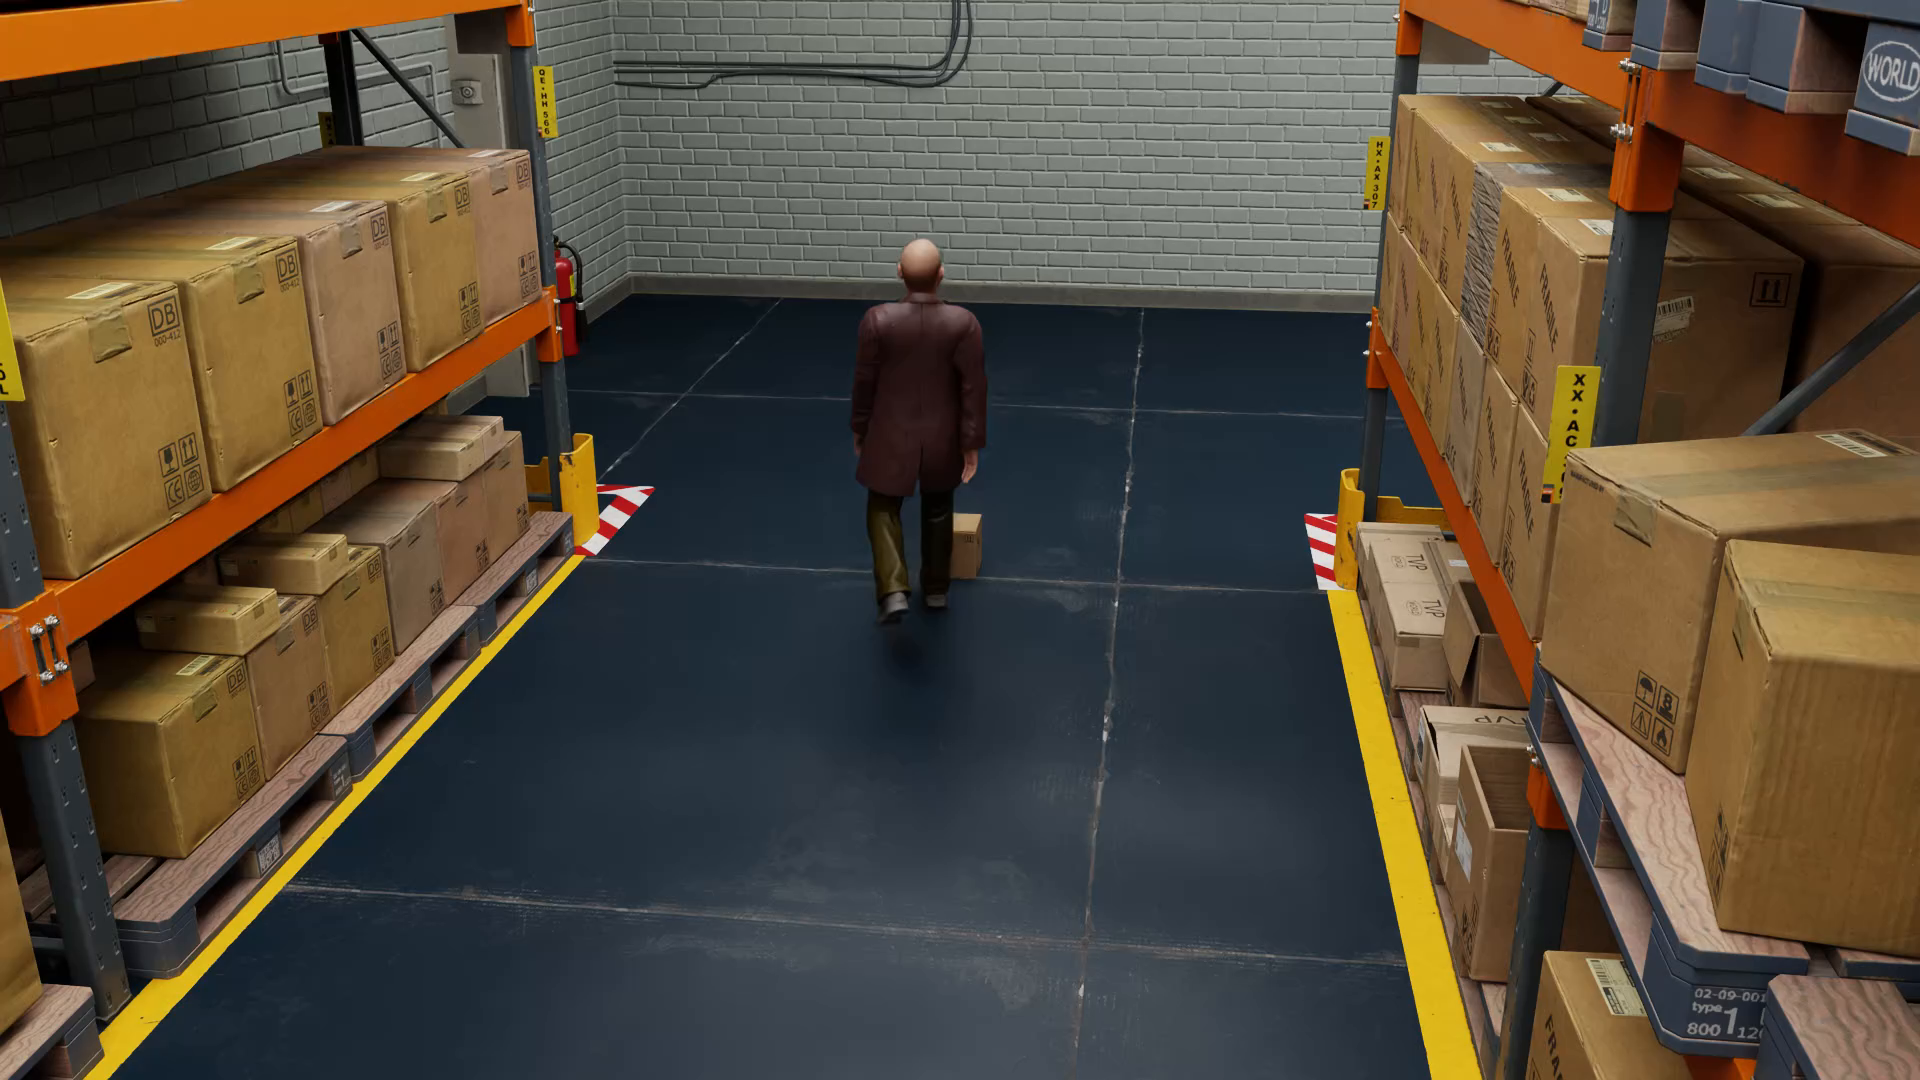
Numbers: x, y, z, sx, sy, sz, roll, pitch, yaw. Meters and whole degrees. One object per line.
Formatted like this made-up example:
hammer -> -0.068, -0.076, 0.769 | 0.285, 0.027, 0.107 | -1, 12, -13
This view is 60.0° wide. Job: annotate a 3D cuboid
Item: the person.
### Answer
person -> -0.190, -0.464, 7.299 | 0.581, 1.750, 0.918 | -3, 21, -8
